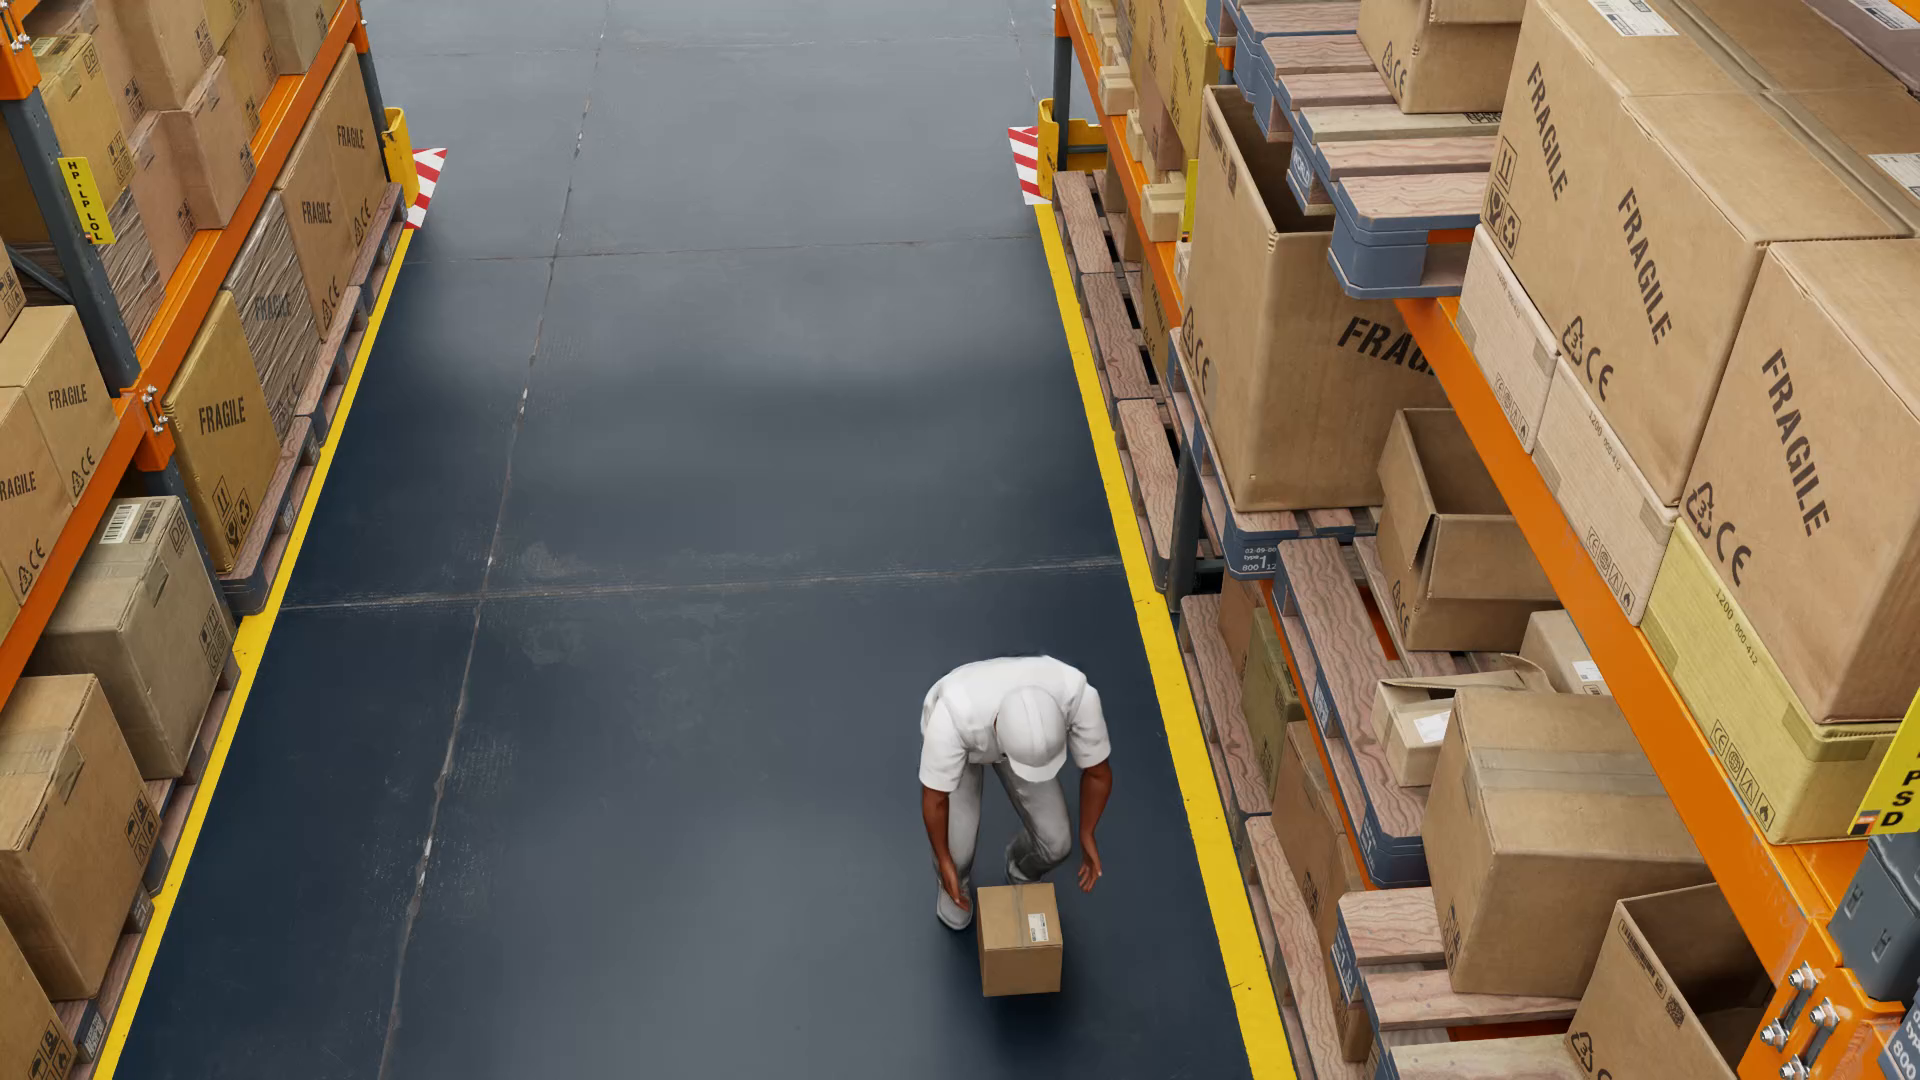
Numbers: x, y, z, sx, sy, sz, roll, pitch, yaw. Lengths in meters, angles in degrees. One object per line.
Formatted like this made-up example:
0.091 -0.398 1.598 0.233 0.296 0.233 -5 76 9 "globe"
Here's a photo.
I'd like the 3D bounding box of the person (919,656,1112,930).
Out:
0.163 0.795 5.509 0.630 1.317 0.802 -6 39 -7 "person"
